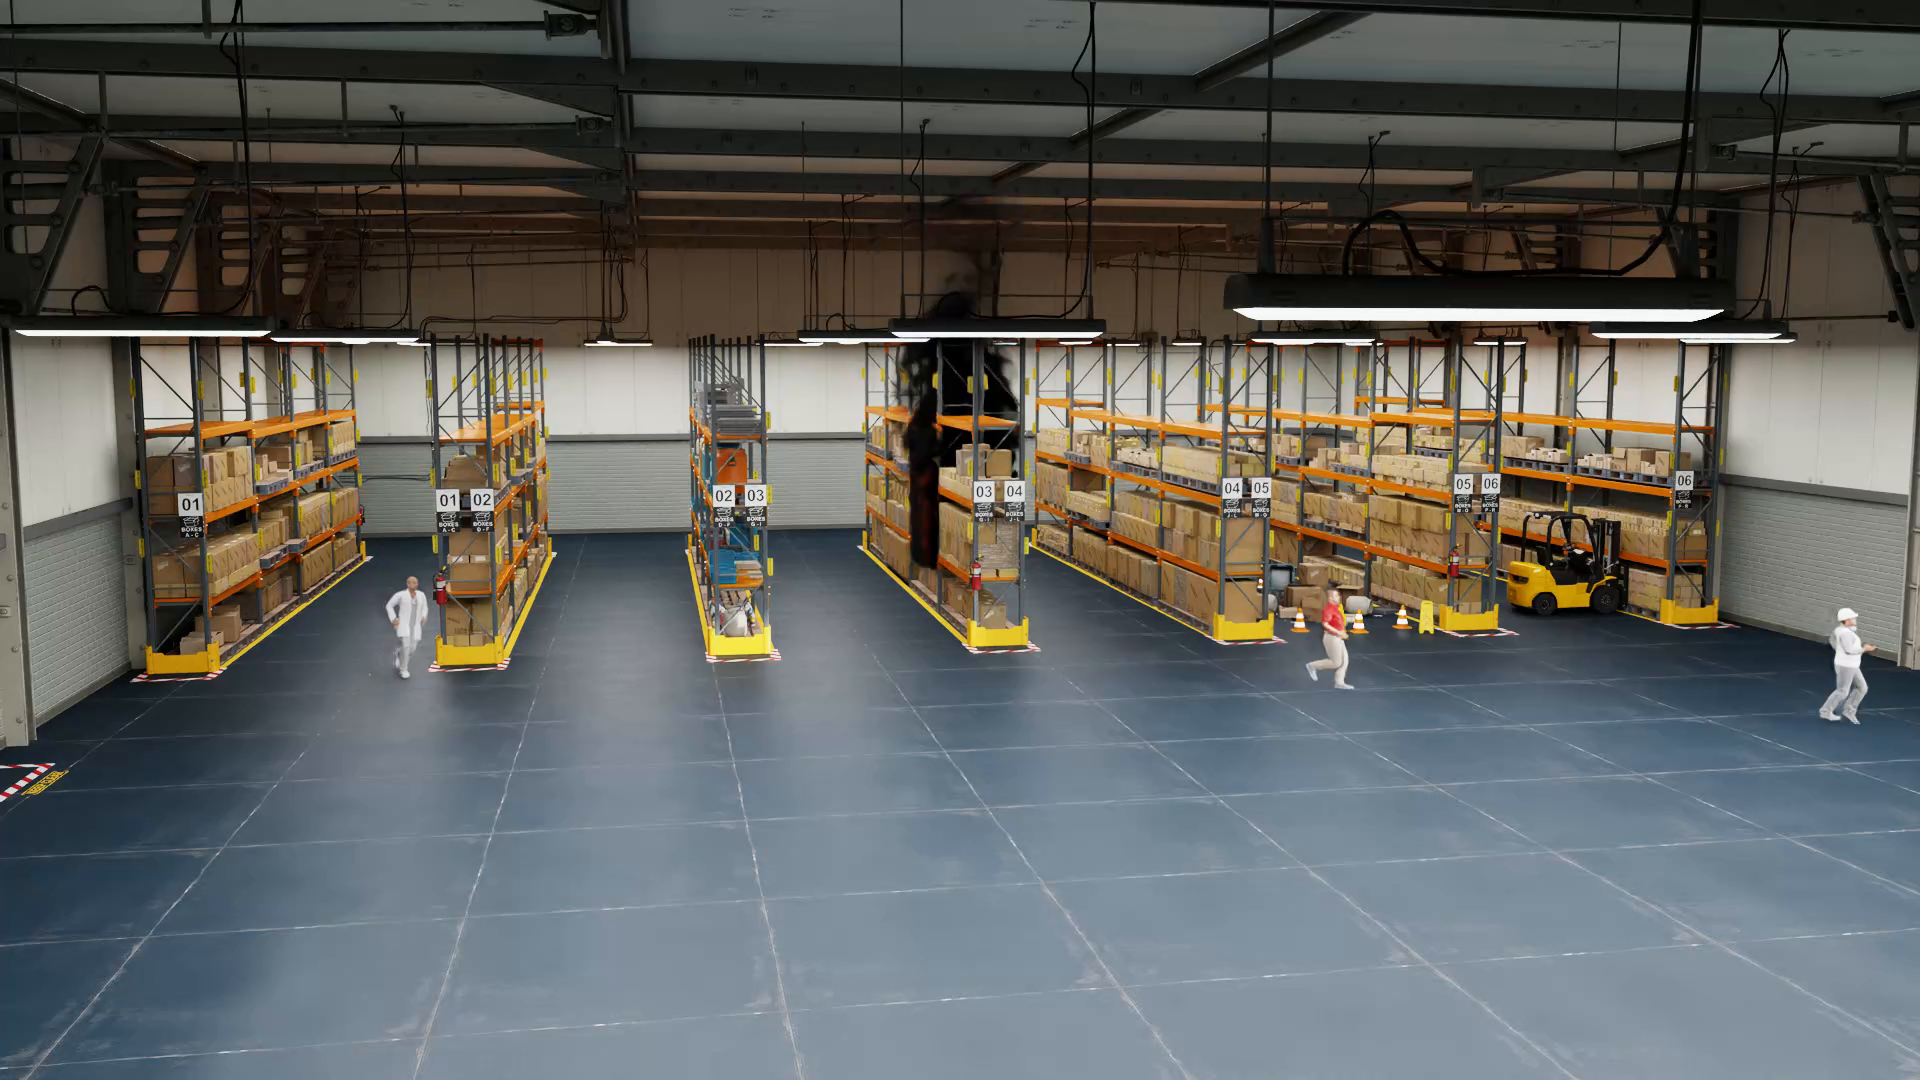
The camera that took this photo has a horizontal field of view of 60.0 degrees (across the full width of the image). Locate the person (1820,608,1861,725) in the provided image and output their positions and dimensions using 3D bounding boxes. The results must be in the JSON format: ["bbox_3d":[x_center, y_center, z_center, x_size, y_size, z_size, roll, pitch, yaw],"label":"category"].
[{"bbox_3d":[13.506,1.942,25.435,0.550,1.817,0.445,4,8,30],"label":"person"}]

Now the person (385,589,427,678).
[{"bbox_3d":[-9.757,1.627,29.431,0.755,1.506,0.779,-6,9,-43],"label":"person"}]

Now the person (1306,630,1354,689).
[{"bbox_3d":[6.260,2.011,28.080,0.798,1.019,0.410,2,7,21],"label":"person"}]
